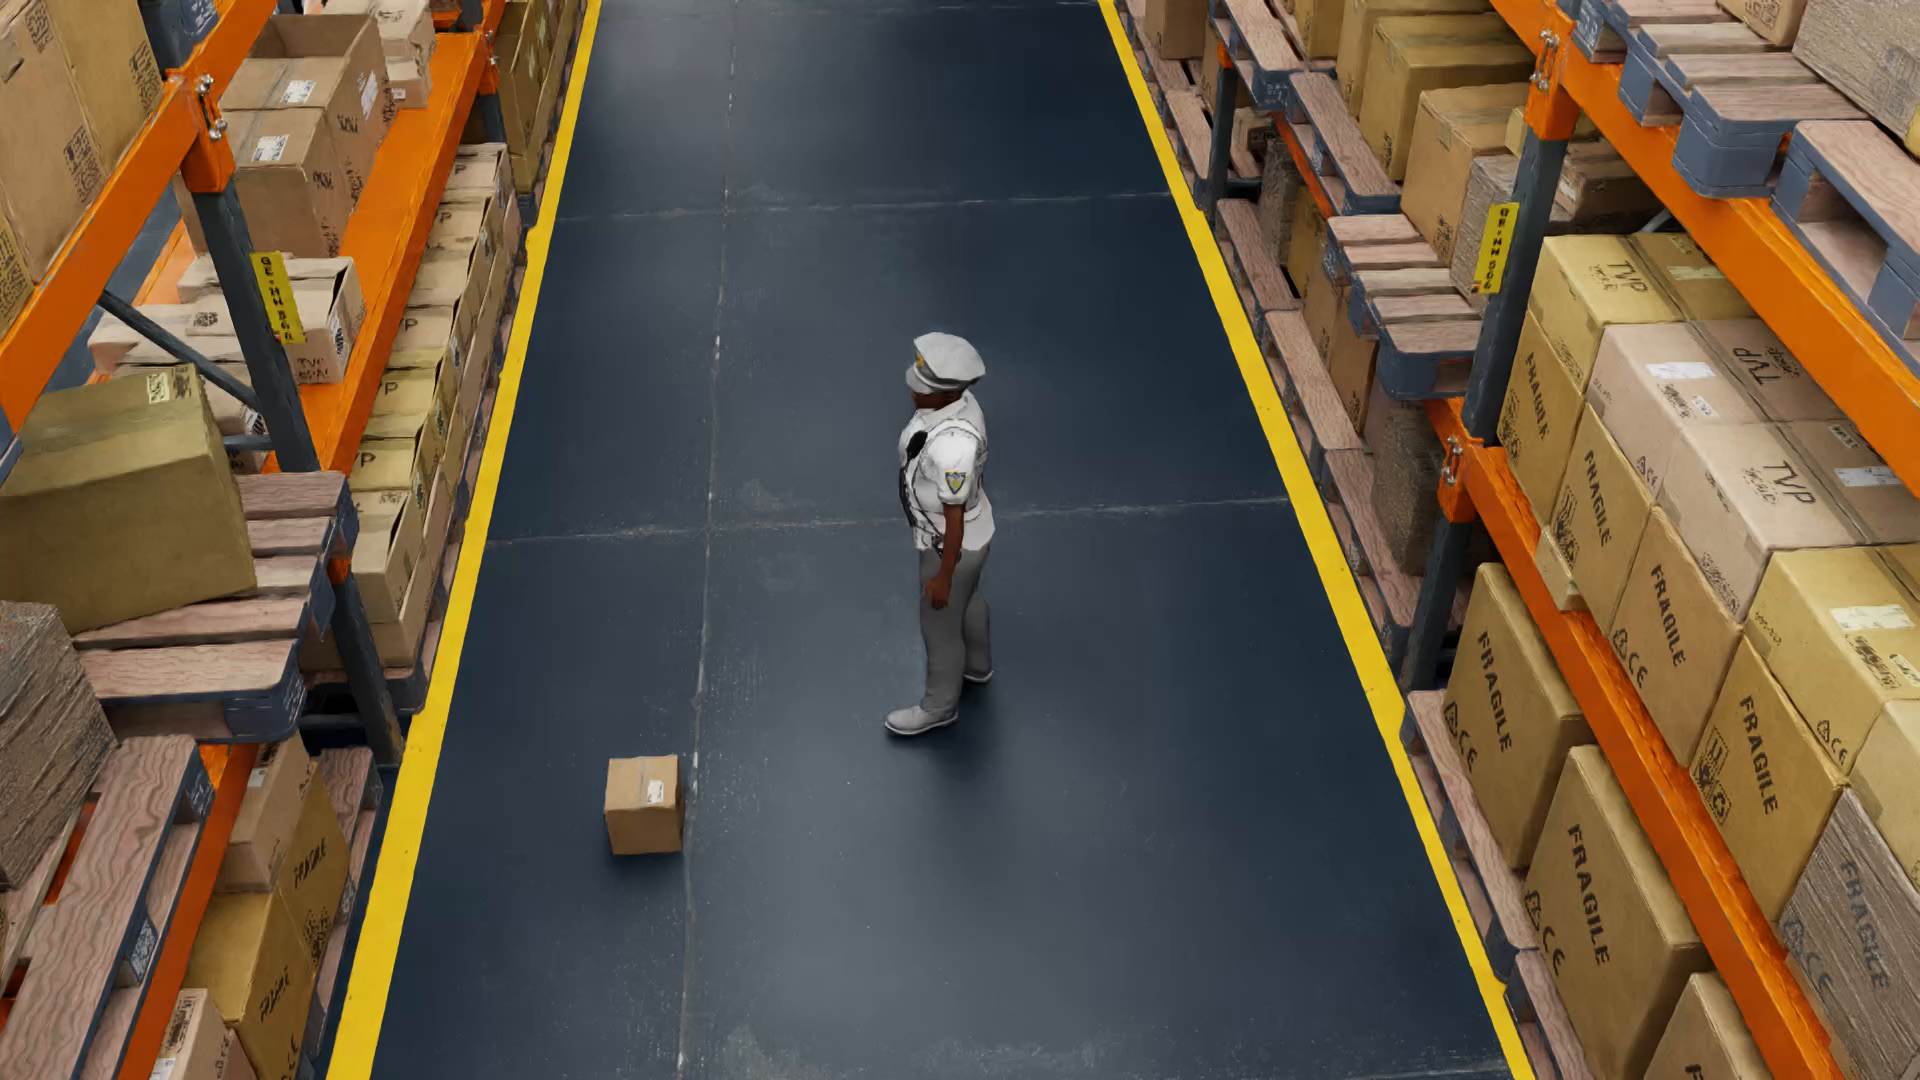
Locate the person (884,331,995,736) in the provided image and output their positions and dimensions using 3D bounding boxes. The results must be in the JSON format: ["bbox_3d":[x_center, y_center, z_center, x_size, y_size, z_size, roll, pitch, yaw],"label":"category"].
[{"bbox_3d":[-0.083,-0.018,6.134,0.440,1.681,0.527,-2,39,-2],"label":"person"}]
